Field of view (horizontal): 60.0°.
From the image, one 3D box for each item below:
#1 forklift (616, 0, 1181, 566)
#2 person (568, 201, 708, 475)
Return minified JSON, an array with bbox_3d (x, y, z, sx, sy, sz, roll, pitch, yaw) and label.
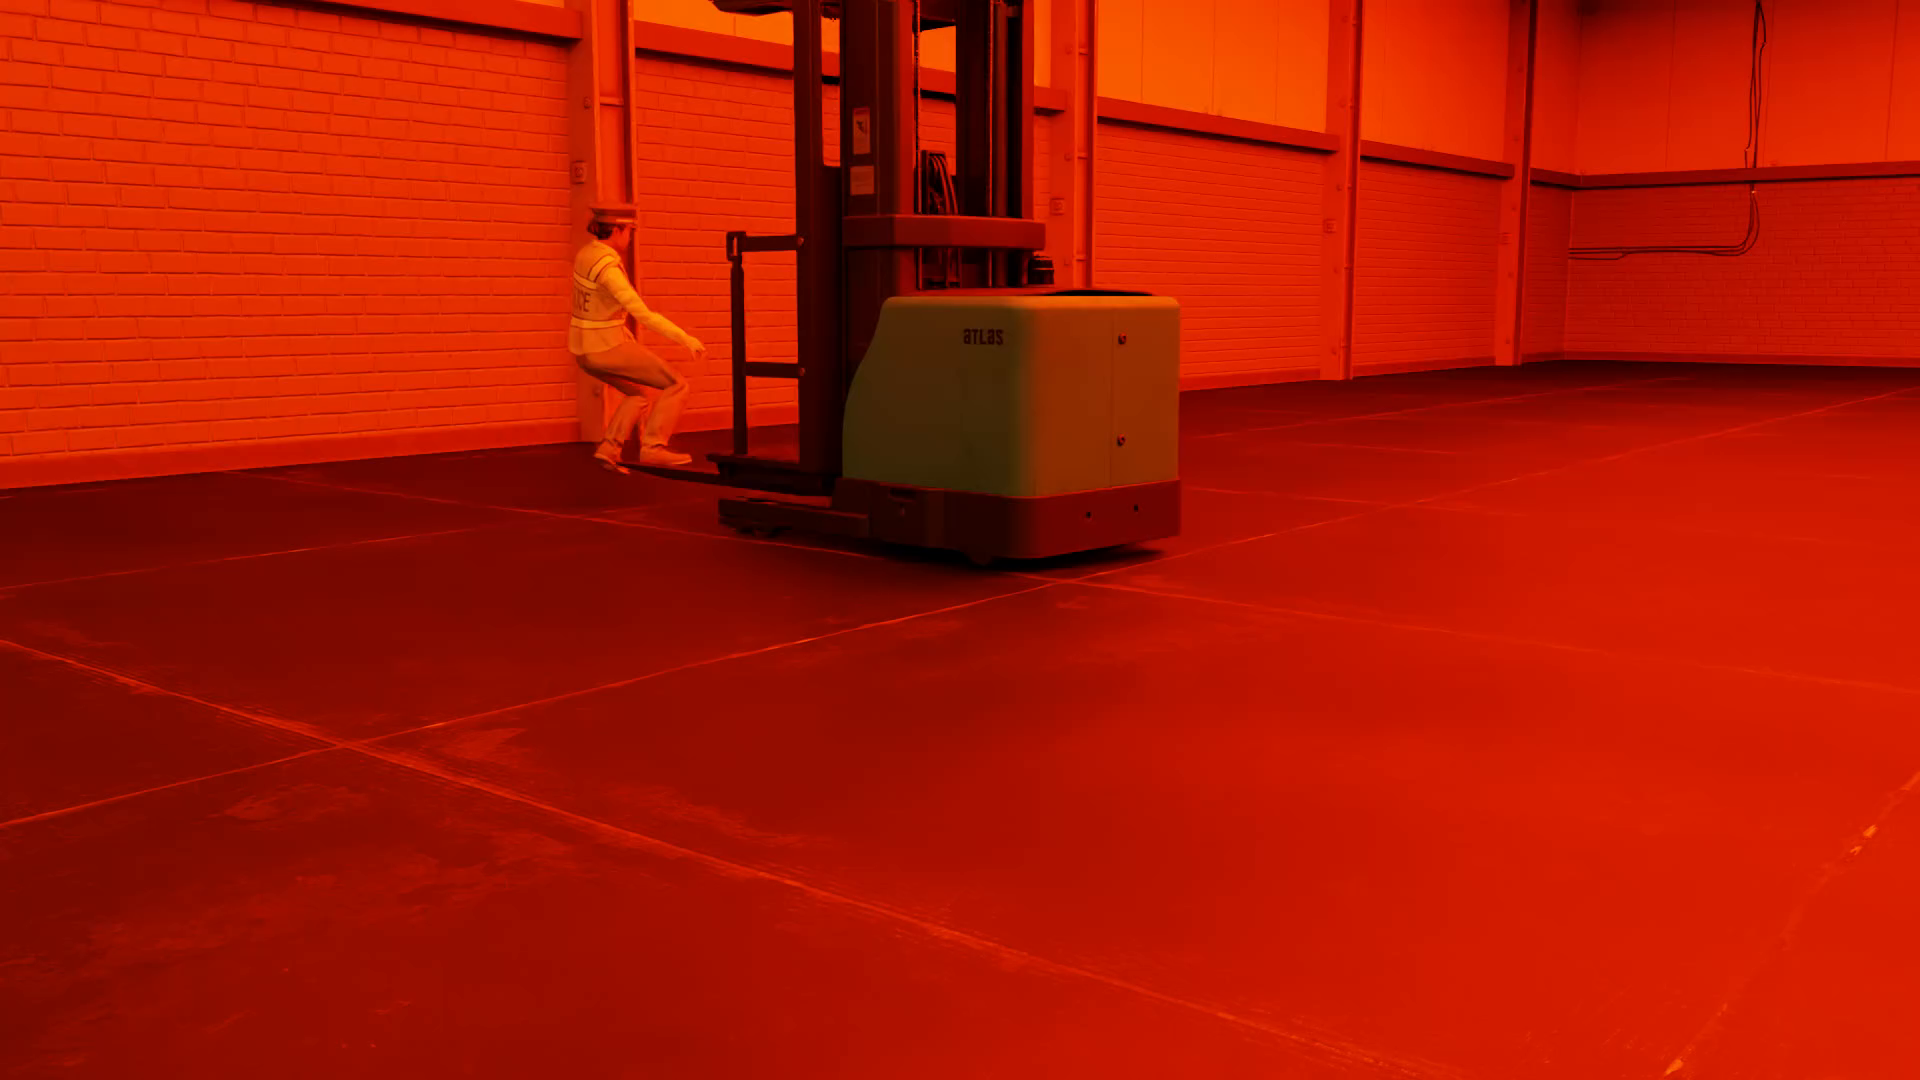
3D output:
[{"bbox_3d":[-0.464,-1.507,7.581,3.031,2.935,1.130,8,12,44],"label":"forklift"},{"bbox_3d":[-1.745,-1.058,8.877,0.620,1.469,0.713,-5,10,-33],"label":"person"}]
